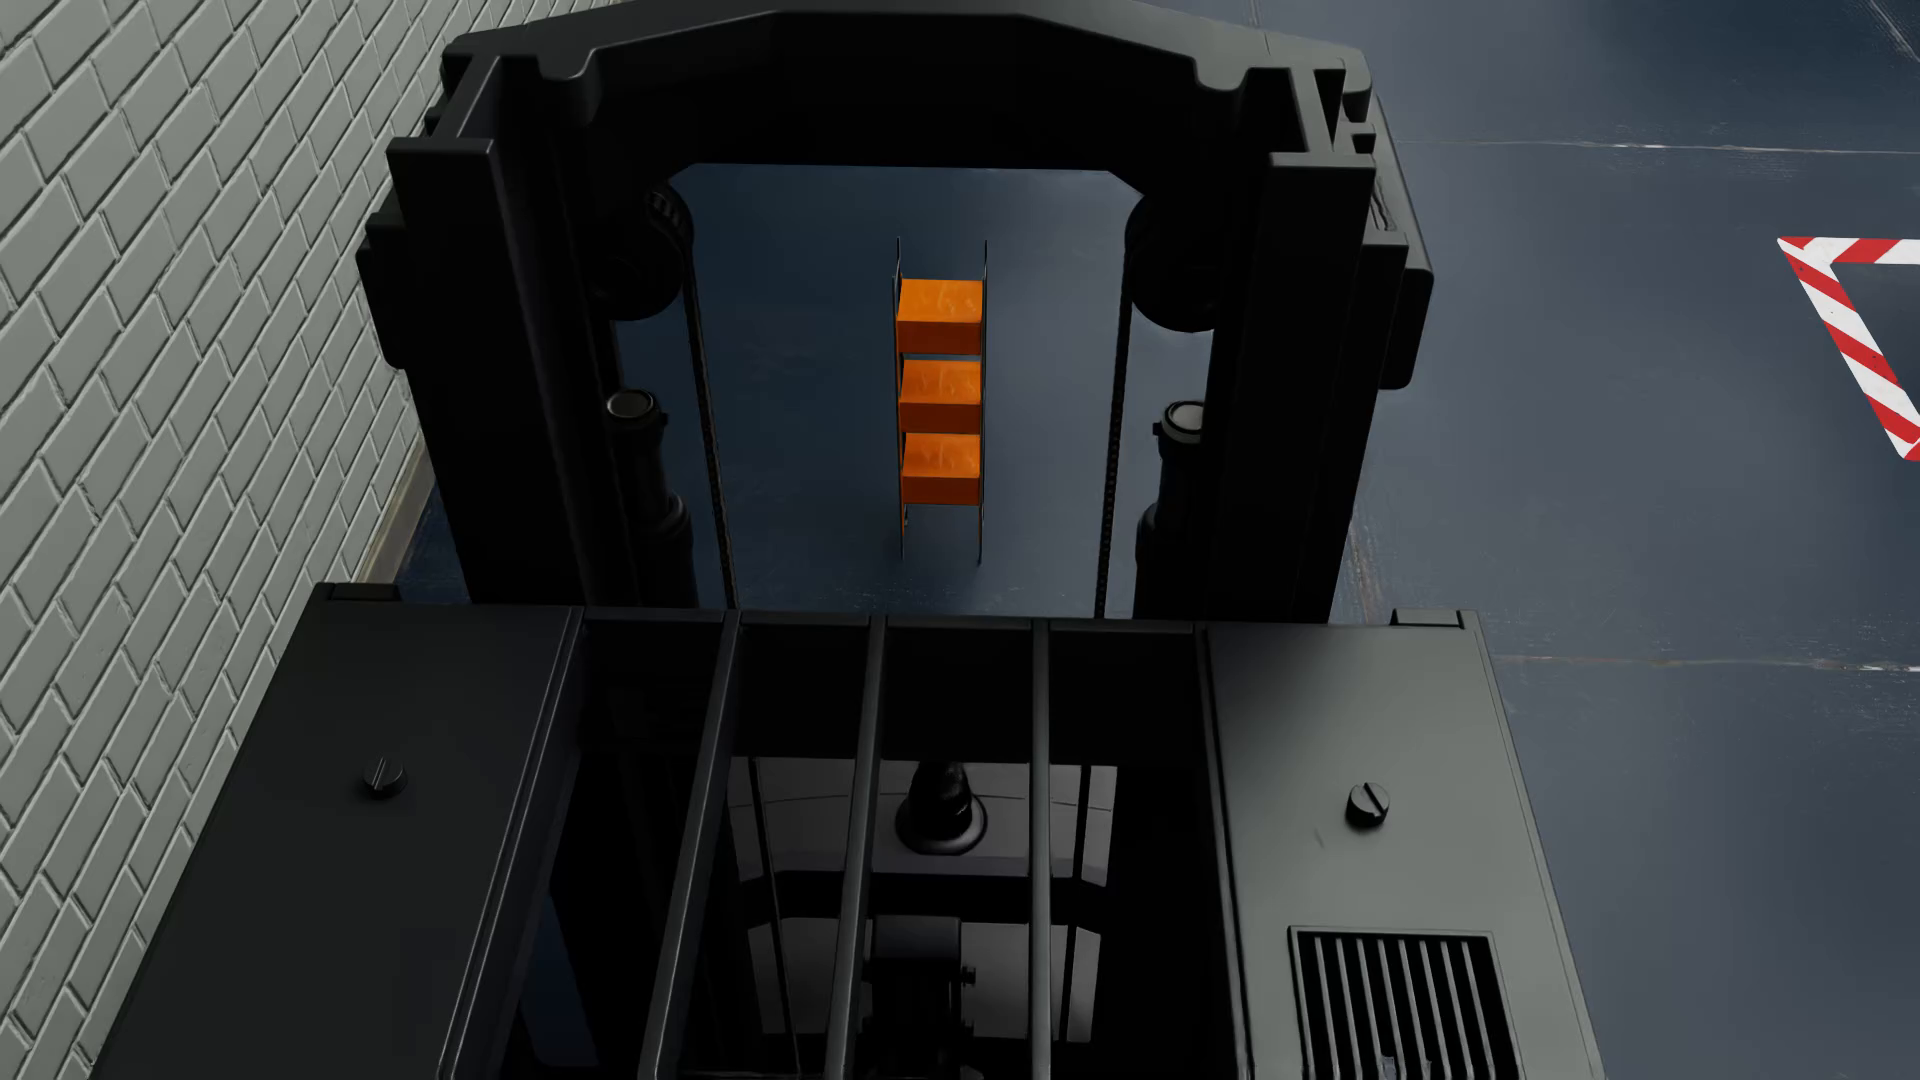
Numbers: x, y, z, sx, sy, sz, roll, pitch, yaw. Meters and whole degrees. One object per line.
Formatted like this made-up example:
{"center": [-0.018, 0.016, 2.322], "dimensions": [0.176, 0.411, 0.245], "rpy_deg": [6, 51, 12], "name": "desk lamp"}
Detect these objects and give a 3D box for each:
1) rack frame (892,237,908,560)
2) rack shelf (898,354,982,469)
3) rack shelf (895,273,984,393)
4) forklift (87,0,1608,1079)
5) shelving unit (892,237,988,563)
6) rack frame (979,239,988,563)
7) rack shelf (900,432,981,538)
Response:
{"center": [-0.175, -0.390, 4.898], "dimensions": [0.008, 1.050, 0.200], "rpy_deg": [2, 43, 2], "name": "rack frame"}
{"center": [-0.053, -0.378, 4.901], "dimensions": [0.240, 0.259, 0.215], "rpy_deg": [2, 43, 2], "name": "rack shelf"}
{"center": [-0.053, -0.586, 4.708], "dimensions": [0.240, 0.259, 0.215], "rpy_deg": [2, 43, 2], "name": "rack shelf"}
{"center": [-0.074, 1.011, 2.014], "dimensions": [1.130, 2.935, 3.031], "rpy_deg": [1, 43, 1], "name": "forklift"}
{"center": [-0.053, -0.386, 4.894], "dimensions": [0.252, 1.050, 0.215], "rpy_deg": [2, 43, 2], "name": "shelving unit"}
{"center": [0.068, -0.382, 4.890], "dimensions": [0.008, 1.050, 0.200], "rpy_deg": [2, 43, 2], "name": "rack frame"}
{"center": [-0.053, -0.175, 5.091], "dimensions": [0.240, 0.259, 0.215], "rpy_deg": [2, 43, 2], "name": "rack shelf"}
